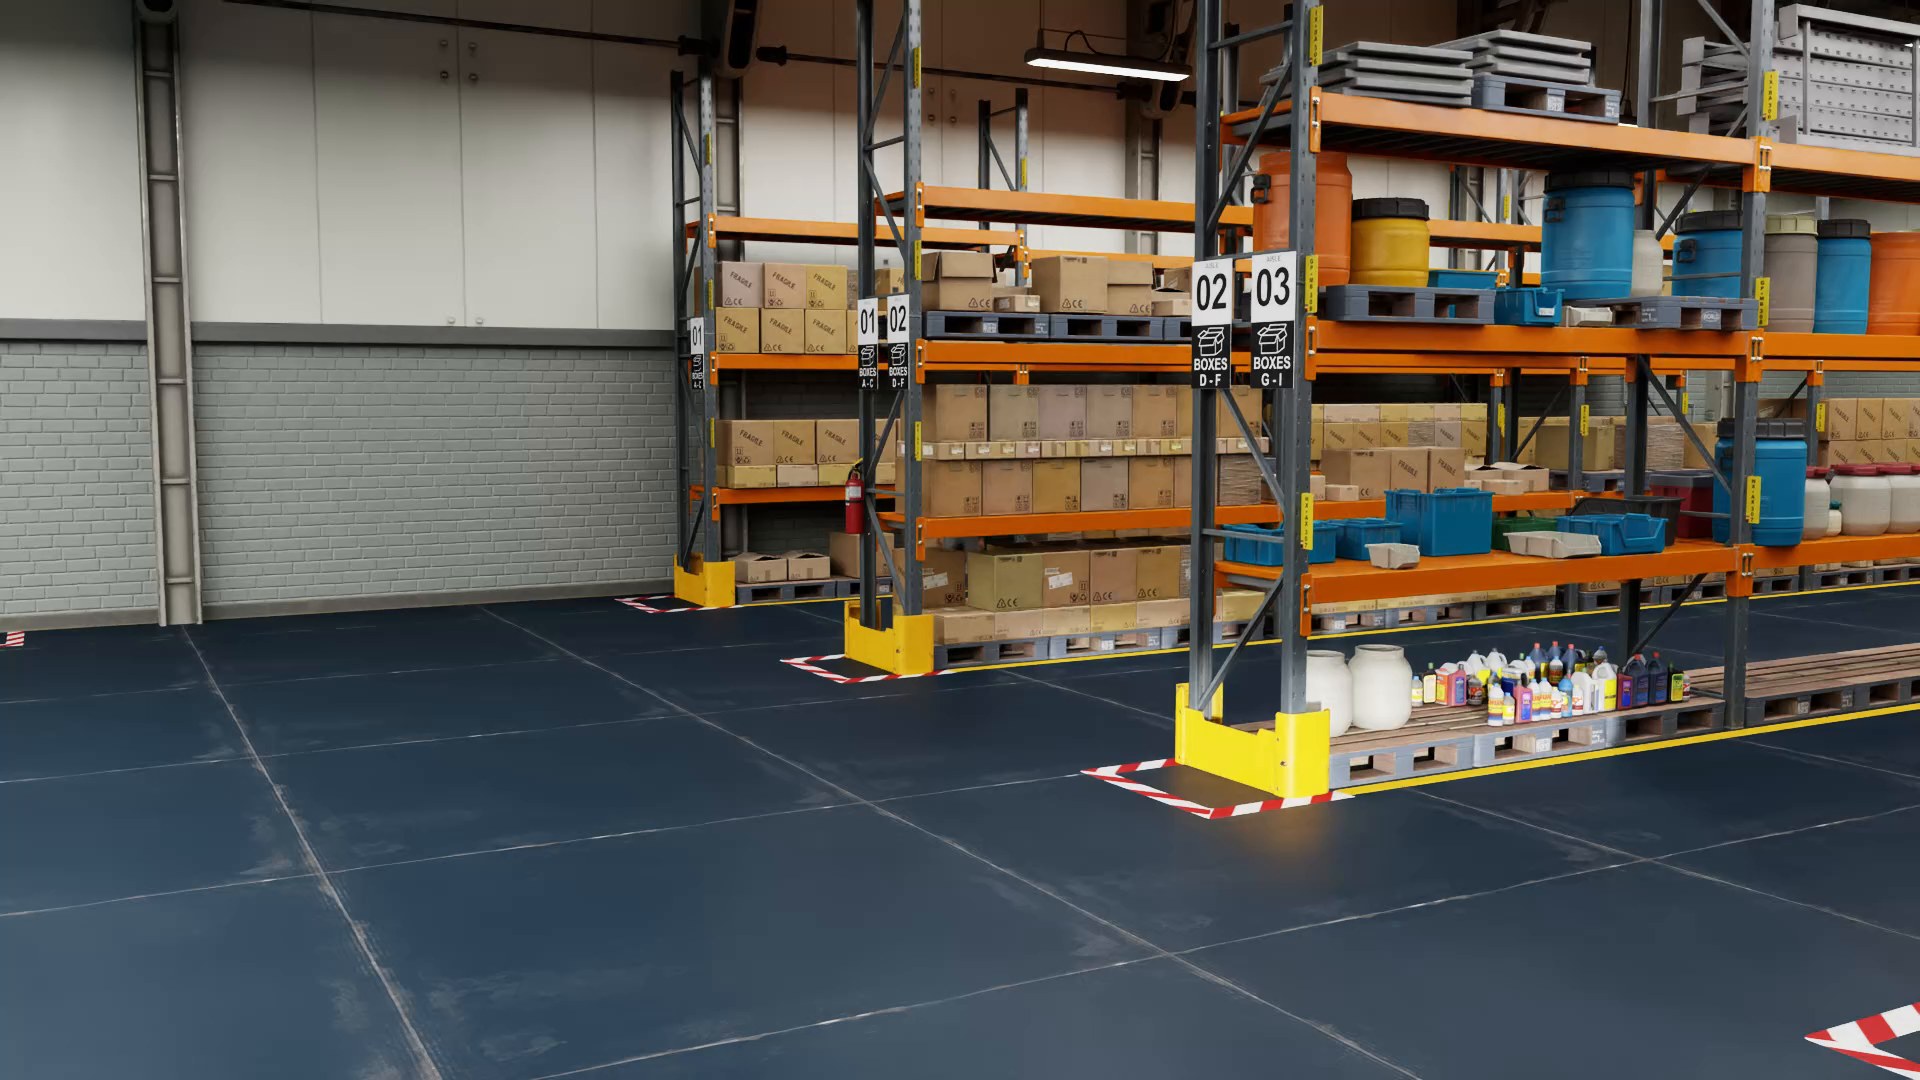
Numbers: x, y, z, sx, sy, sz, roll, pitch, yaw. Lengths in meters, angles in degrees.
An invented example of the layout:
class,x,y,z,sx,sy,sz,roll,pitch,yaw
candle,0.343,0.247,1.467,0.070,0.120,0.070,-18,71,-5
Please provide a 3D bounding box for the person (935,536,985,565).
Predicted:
class,x,y,z,sx,sy,sz,roll,pitch,yaw
person,-0.001,0.004,17.383,0.529,1.650,0.587,0,5,-2
